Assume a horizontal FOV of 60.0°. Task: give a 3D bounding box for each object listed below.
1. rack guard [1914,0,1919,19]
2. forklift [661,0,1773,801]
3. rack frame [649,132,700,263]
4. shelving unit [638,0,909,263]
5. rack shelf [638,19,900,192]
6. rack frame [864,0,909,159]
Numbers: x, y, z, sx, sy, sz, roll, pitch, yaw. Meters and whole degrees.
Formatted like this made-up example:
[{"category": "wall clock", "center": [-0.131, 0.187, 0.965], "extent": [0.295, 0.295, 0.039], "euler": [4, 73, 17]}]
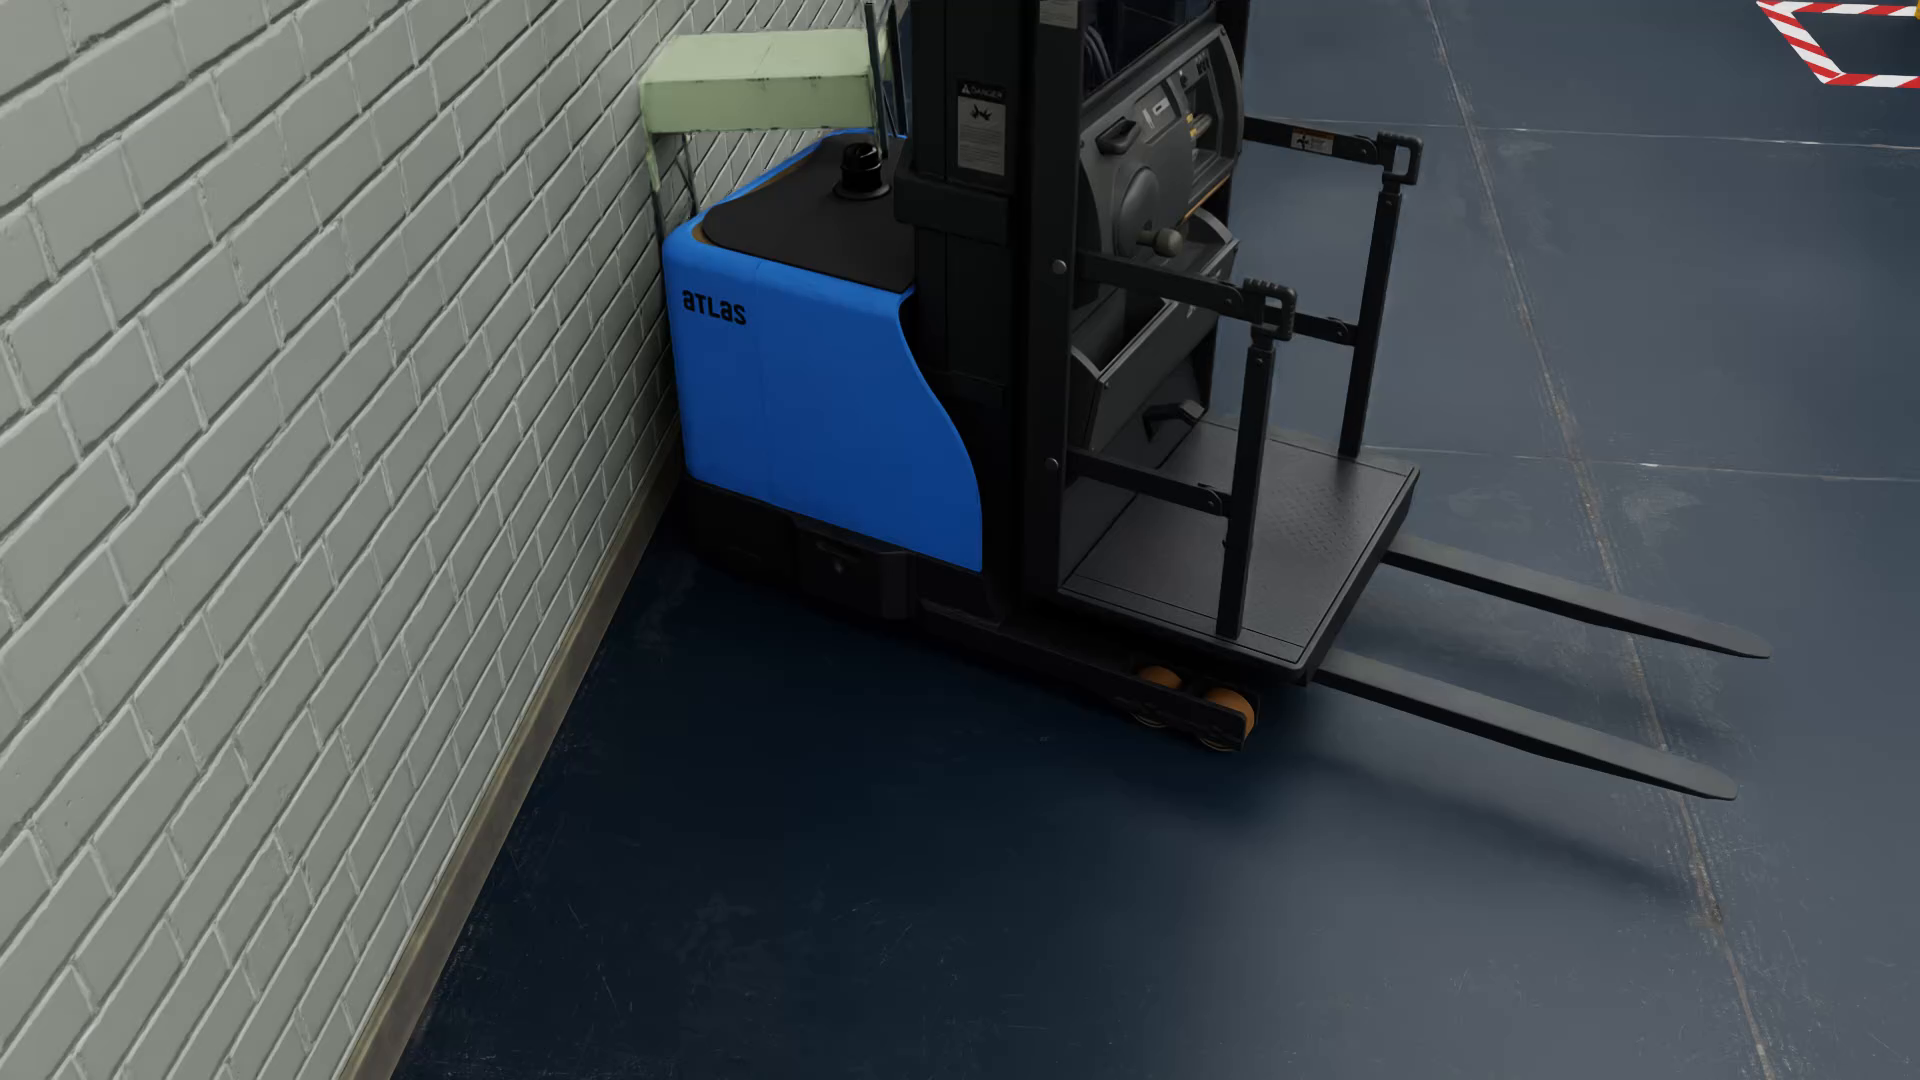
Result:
[{"category": "rack guard", "center": [5.503, -2.855, 8.820], "extent": [0.348, 0.500, 1.175], "euler": [4, 36, 6]}, {"category": "forklift", "center": [0.697, -0.982, 4.103], "extent": [3.031, 2.935, 1.130], "euler": [18, 39, 23]}, {"category": "rack frame", "center": [-0.907, -1.019, 5.371], "extent": [0.023, 1.500, 0.400], "euler": [0, 36, 8]}, {"category": "shelving unit", "center": [-0.544, -1.017, 5.322], "extent": [0.755, 1.500, 0.431], "euler": [0, 36, 8]}, {"category": "rack shelf", "center": [-0.573, -1.333, 5.096], "extent": [0.720, 0.370, 0.431], "euler": [0, 36, 8]}, {"category": "rack frame", "center": [-0.181, -1.015, 5.273], "extent": [0.023, 1.500, 0.400], "euler": [0, 36, 8]}]
